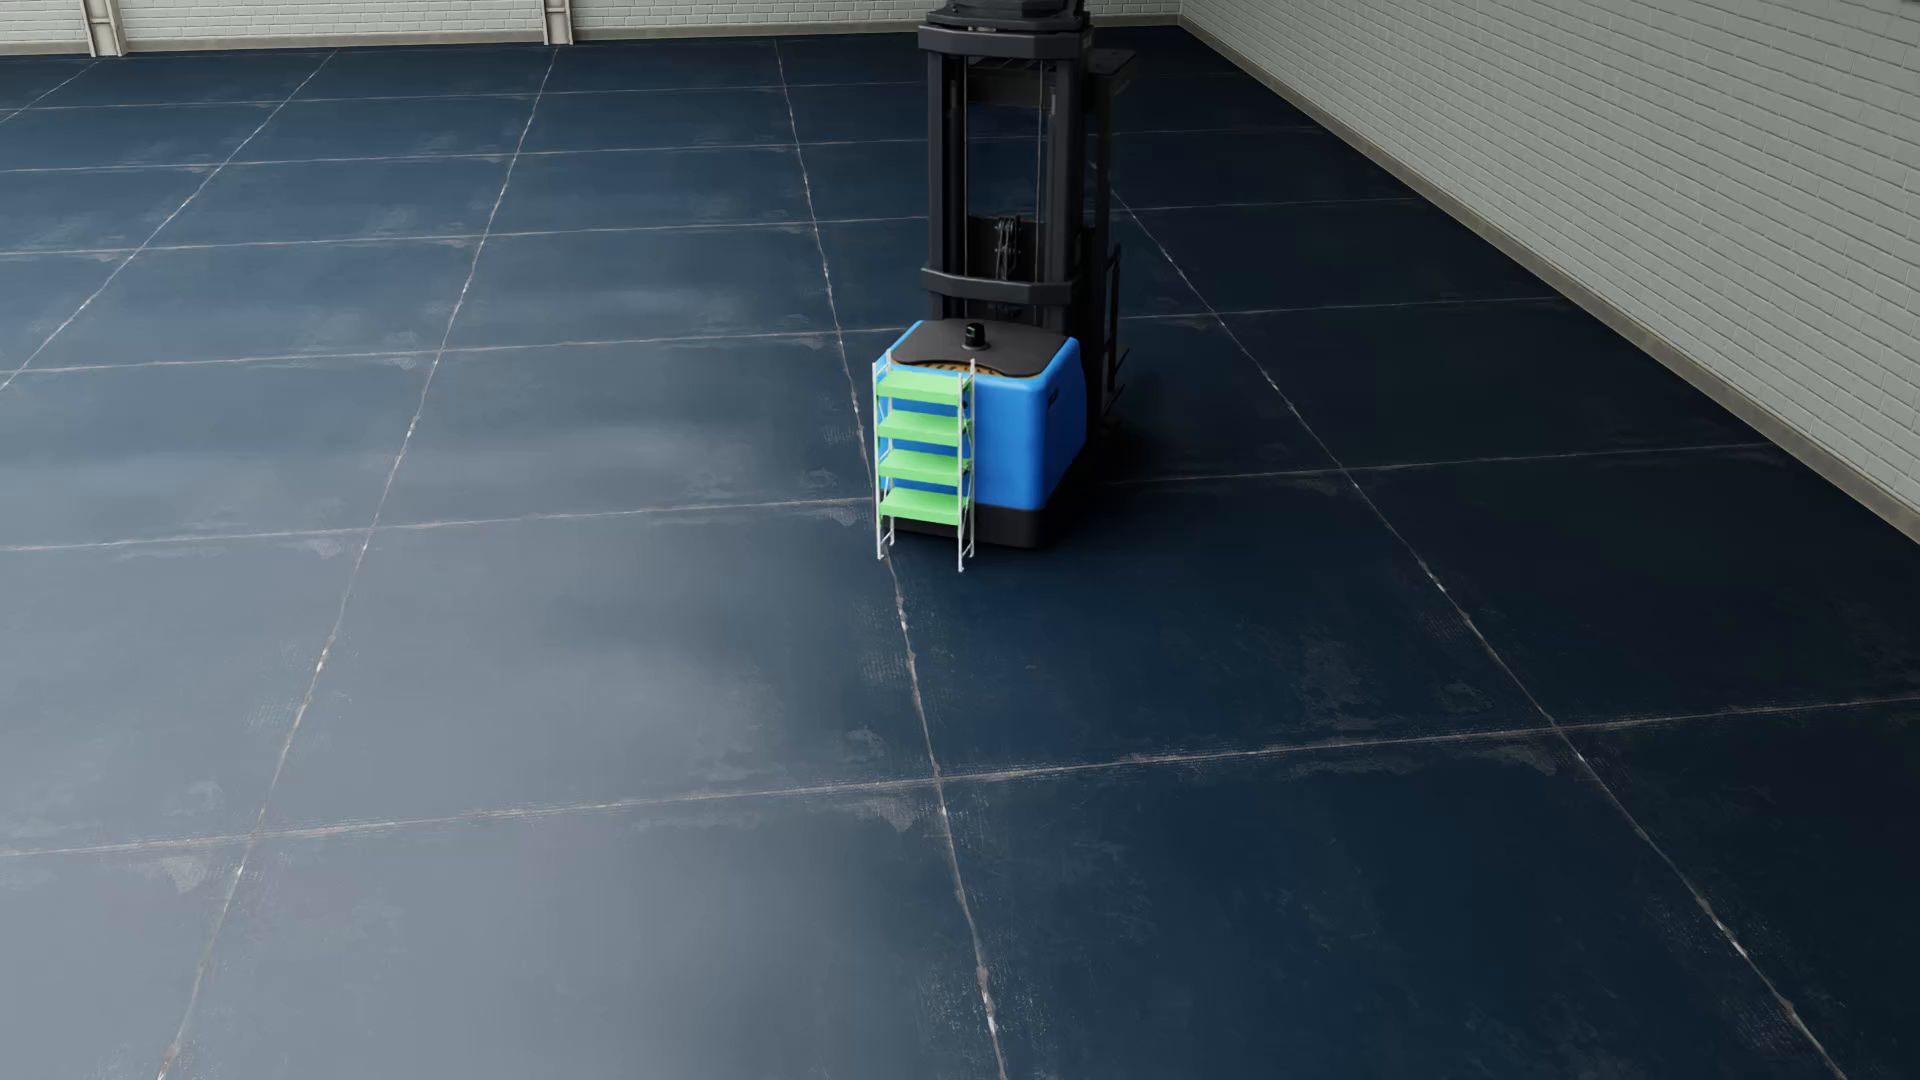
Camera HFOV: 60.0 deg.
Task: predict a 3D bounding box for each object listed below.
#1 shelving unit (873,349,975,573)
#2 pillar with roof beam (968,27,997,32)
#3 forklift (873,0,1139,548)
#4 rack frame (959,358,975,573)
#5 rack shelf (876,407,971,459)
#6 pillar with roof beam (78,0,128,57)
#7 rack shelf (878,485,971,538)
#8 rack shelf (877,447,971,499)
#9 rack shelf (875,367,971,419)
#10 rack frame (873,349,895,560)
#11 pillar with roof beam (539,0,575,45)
[{"bbox_3d":[-0.195,-0.435,9.284,0.503,1.200,0.258,8,28,16],"label":"shelving unit"},{"bbox_3d":[0.913,-9.435,18.280,0.400,9.000,9.100,-4,27,-7],"label":"pillar with roof beam"},{"bbox_3d":[0.432,-1.911,10.263,1.130,2.935,3.031,8,28,16],"label":"forklift"},{"bbox_3d":[0.037,-0.401,9.217,0.015,1.200,0.240,8,28,16],"label":"rack frame"},{"bbox_3d":[-0.195,-0.592,9.204,0.480,0.148,0.258,8,28,16],"label":"rack shelf"},{"bbox_3d":[-10.970,-8.671,16.793,0.400,9.000,9.100,-4,27,-7],"label":"pillar with roof beam"},{"bbox_3d":[-0.195,-0.165,9.423,0.480,0.148,0.258,8,28,16],"label":"rack shelf"},{"bbox_3d":[-0.195,-0.378,9.313,0.480,0.148,0.258,8,28,16],"label":"rack shelf"},{"bbox_3d":[-0.195,-0.805,9.094,0.480,0.148,0.258,8,28,16],"label":"rack shelf"},{"bbox_3d":[-0.427,-0.470,9.351,0.015,1.200,0.240,8,28,16],"label":"rack frame"},{"bbox_3d":[-5.029,-9.053,17.536,0.400,9.000,9.100,-4,27,-7],"label":"pillar with roof beam"}]
